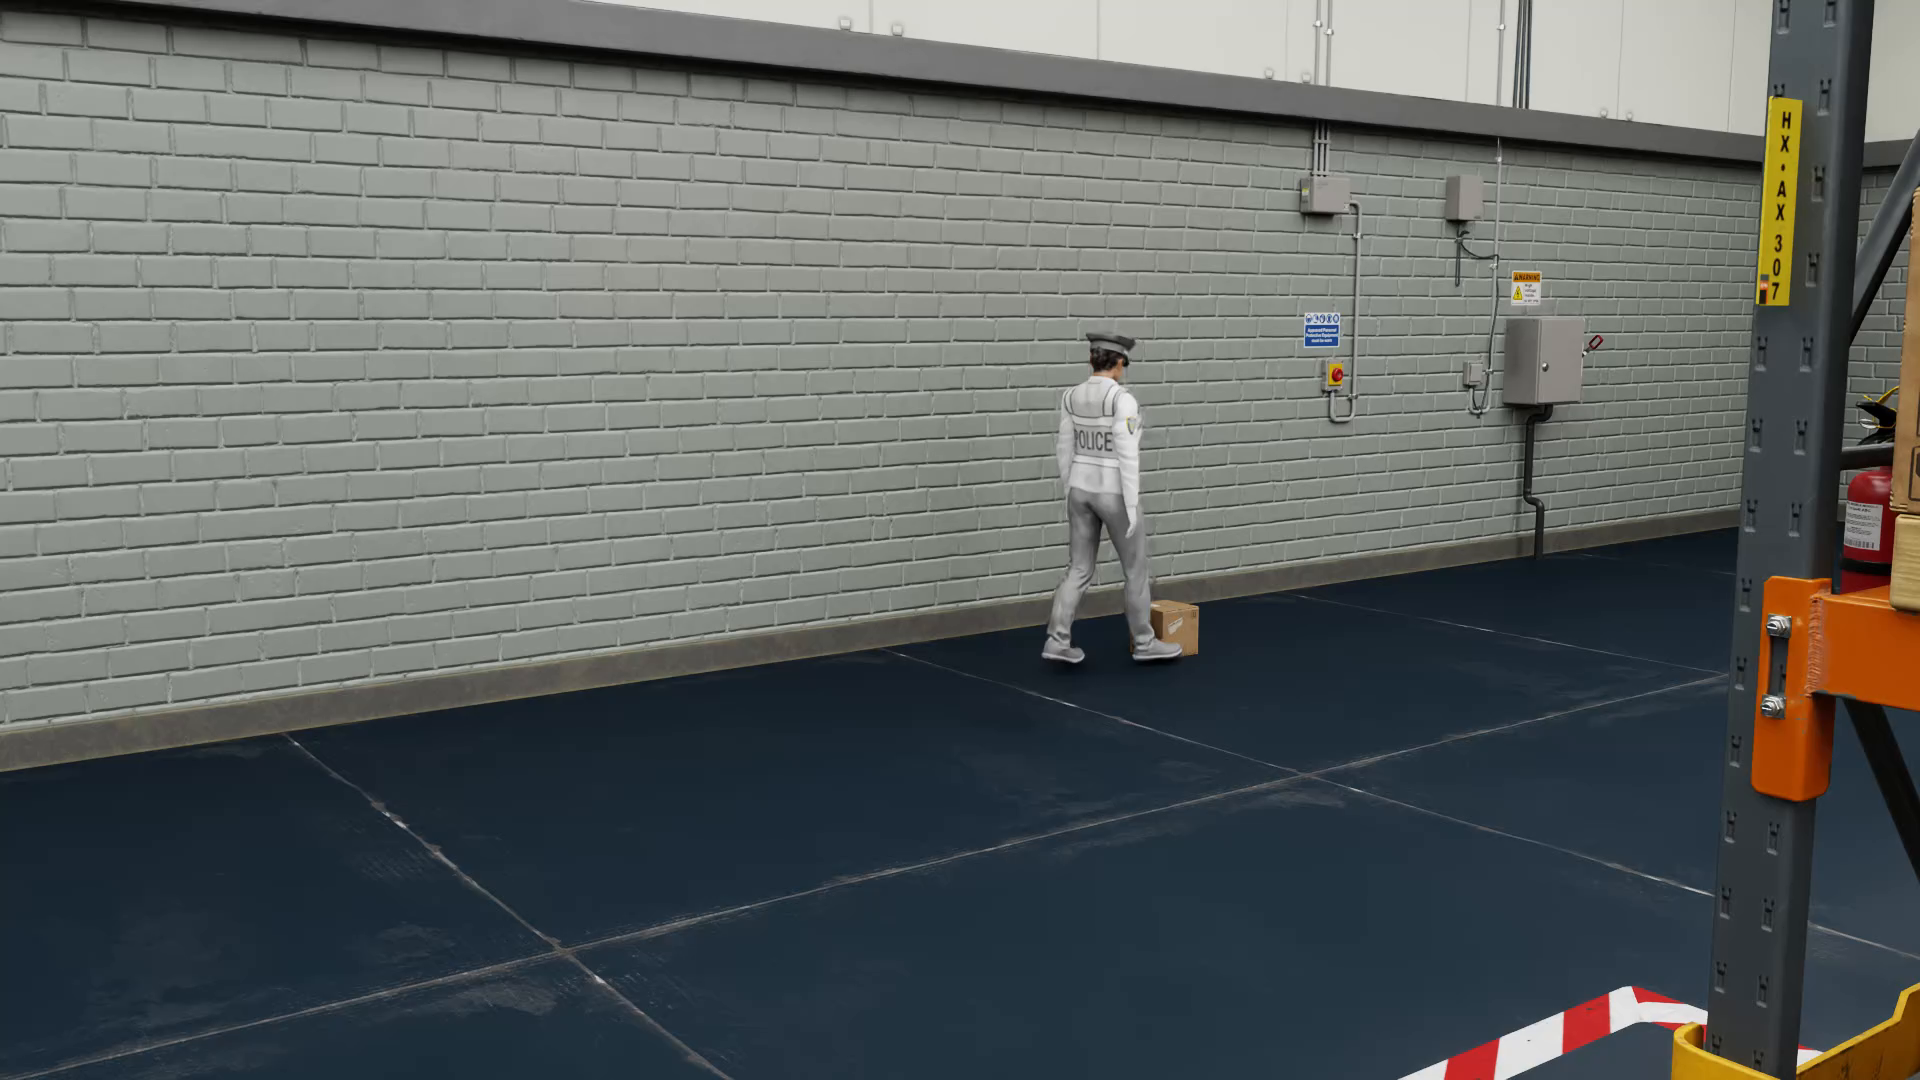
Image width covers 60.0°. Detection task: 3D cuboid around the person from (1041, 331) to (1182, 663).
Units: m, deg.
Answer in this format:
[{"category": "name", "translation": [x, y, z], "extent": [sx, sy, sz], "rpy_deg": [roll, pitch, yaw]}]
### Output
[{"category": "person", "translation": [0.739, -0.208, 8.219], "extent": [0.520, 1.636, 0.738], "rpy_deg": [8, 11, 44]}]
